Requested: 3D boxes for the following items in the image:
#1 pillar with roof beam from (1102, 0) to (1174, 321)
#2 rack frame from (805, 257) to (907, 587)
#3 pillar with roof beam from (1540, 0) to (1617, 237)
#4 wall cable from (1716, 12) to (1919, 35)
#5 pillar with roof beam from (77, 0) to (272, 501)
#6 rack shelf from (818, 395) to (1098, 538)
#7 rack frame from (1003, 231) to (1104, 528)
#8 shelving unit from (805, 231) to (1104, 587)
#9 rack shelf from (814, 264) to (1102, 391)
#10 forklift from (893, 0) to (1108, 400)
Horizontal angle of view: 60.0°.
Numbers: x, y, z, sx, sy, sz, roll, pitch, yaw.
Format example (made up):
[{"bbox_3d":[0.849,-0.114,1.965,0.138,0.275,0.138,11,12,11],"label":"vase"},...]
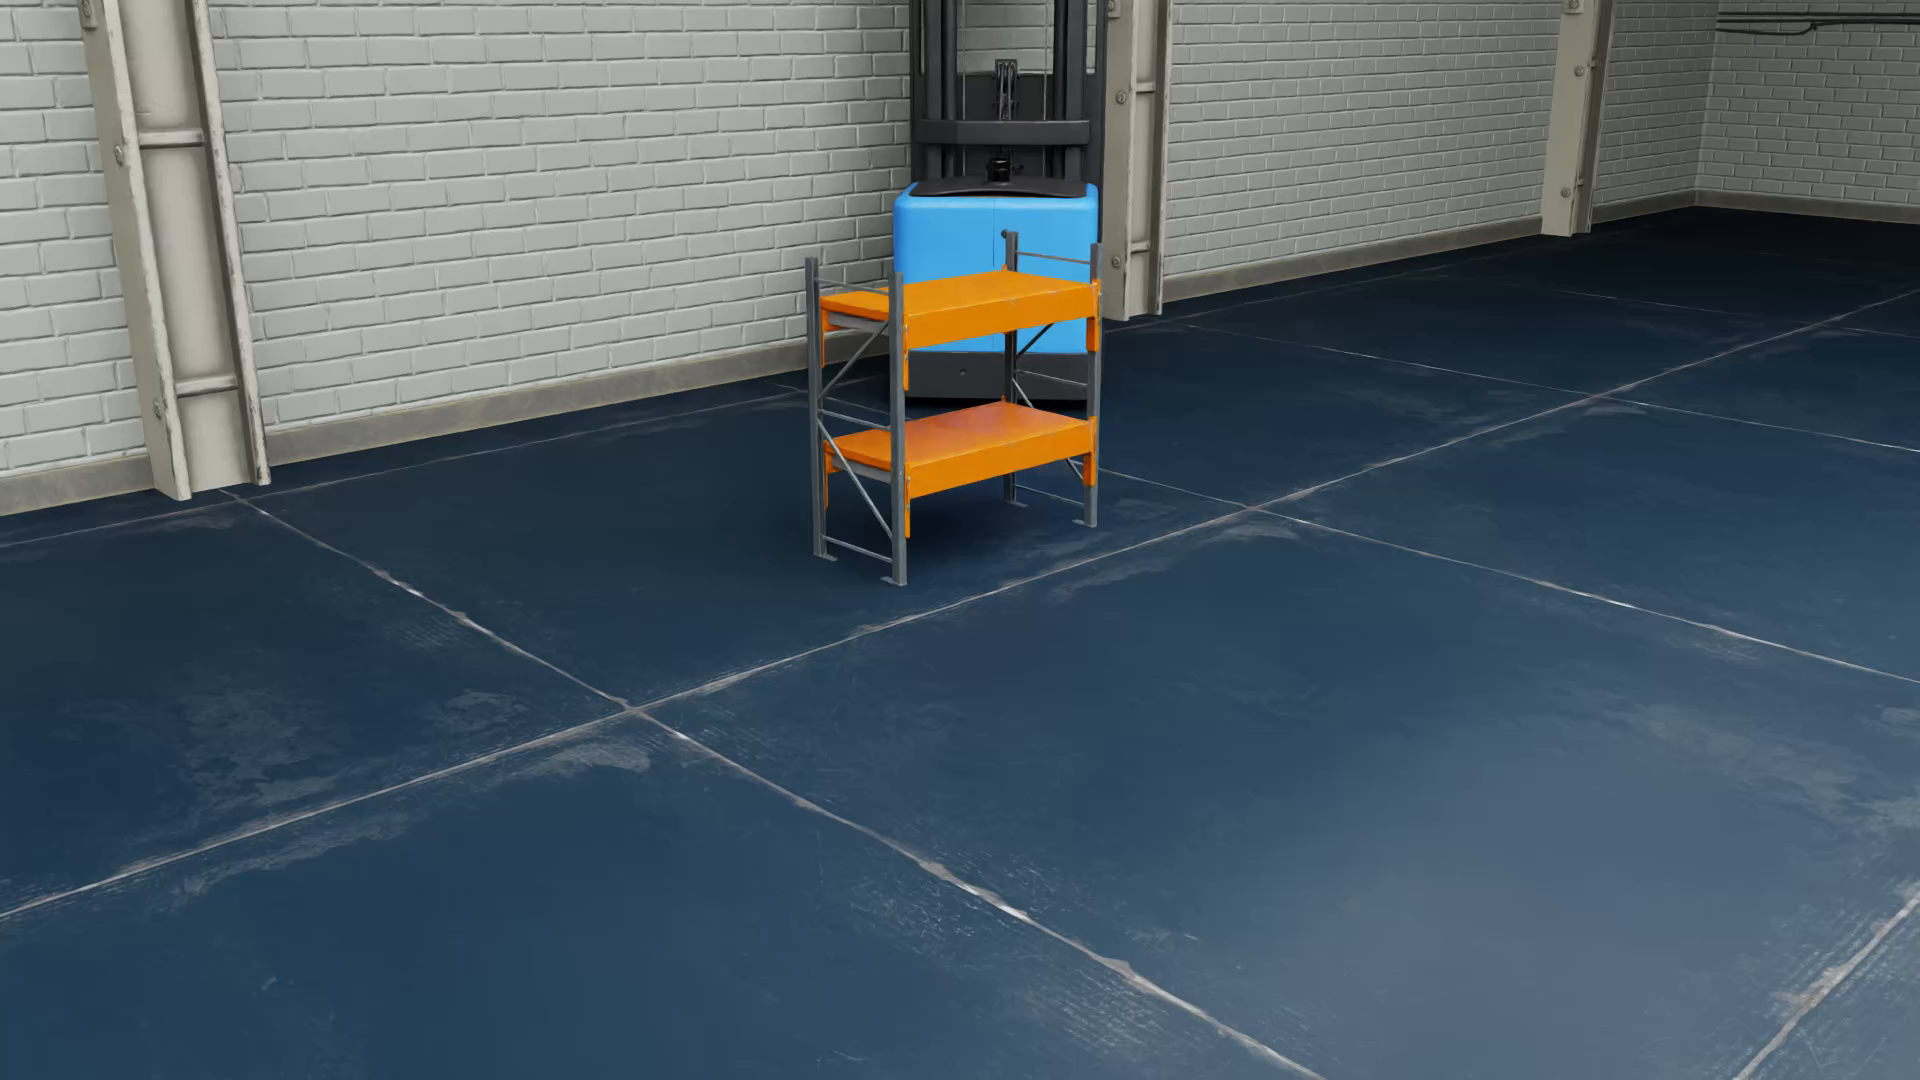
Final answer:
[{"bbox_3d":[4.070,-4.827,6.781,0.400,9.000,9.100,-16,24,-41],"label":"pillar with roof beam"},{"bbox_3d":[-0.374,-0.426,5.975,0.032,1.125,0.500,-16,24,-41],"label":"rack frame"},{"bbox_3d":[8.430,-6.098,10.703,0.400,9.000,9.100,-16,24,-41],"label":"pillar with roof beam"},{"bbox_3d":[8.521,-5.914,15.169,0.112,2.526,3.097,-16,24,-41],"label":"wall cable"},{"bbox_3d":[-0.290,-3.555,2.860,0.400,9.000,9.100,-16,24,-41],"label":"pillar with roof beam"},{"bbox_3d":[-0.005,-0.301,6.382,1.000,0.278,0.538,-16,24,-41],"label":"rack shelf"},{"bbox_3d":[0.364,-0.641,6.639,0.032,1.125,0.500,-16,24,-41],"label":"rack frame"},{"bbox_3d":[-0.005,-0.534,6.307,1.048,1.125,0.538,-16,24,-41],"label":"shelving unit"},{"bbox_3d":[-0.005,-0.812,6.217,1.000,0.278,0.538,-16,24,-41],"label":"rack shelf"},{"bbox_3d":[0.286,-2.510,9.475,1.130,2.935,3.031,1,18,4],"label":"forklift"}]
